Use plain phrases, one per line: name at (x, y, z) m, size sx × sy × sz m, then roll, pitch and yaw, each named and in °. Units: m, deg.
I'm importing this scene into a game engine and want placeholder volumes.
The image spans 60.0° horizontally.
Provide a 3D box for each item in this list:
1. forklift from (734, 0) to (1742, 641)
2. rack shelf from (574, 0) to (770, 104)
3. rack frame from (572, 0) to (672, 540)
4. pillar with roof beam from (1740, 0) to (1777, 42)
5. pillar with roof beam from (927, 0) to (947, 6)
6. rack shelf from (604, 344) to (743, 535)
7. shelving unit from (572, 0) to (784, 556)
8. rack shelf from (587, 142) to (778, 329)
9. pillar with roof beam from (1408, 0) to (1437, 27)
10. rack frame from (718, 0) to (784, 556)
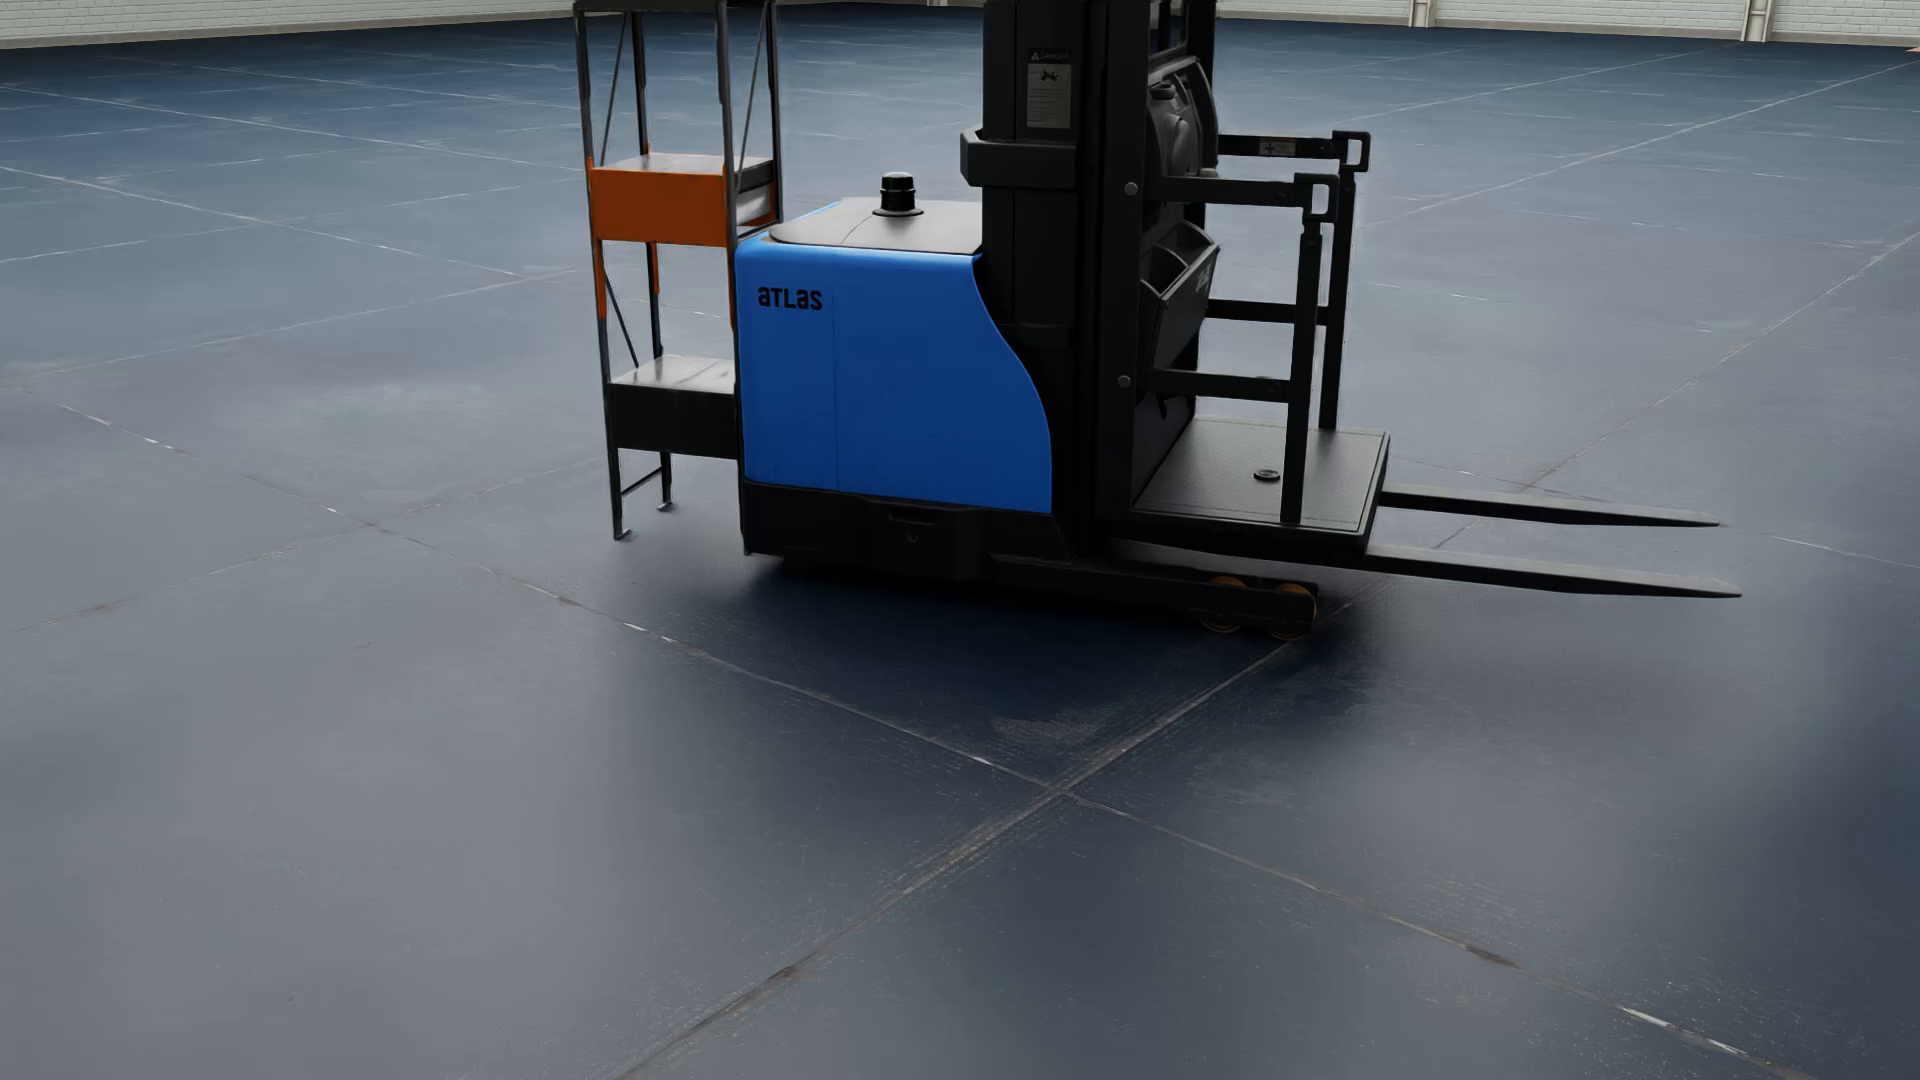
forklift at (0.861, -1.282, 4.970) m, size 3.031 × 2.935 × 1.130 m, roll 6°, pitch 22°, yaw 17°
rack shelf at (-0.890, -1.665, 5.219) m, size 0.480 × 0.518 × 0.431 m, roll 6°, pitch 22°, yaw 17°
rack frame at (-1.123, -1.049, 5.531) m, size 0.015 × 2.100 × 0.400 m, roll 6°, pitch 22°, yaw 17°
pillar with roof beam at (10.701, -11.460, 23.360) m, size 0.400 × 9.000 × 9.100 m, roll 16°, pitch 26°, yaw 36°
pillar with roof beam at (-3.244, -15.476, 34.009) m, size 0.400 × 9.000 × 9.100 m, roll 16°, pitch 26°, yaw 36°
rack shelf at (-0.890, -0.355, 5.713) m, size 0.480 × 0.518 × 0.431 m, roll 6°, pitch 22°, yaw 17°
shelving unit at (-0.890, -1.023, 5.461) m, size 0.503 × 2.100 × 0.431 m, roll 6°, pitch 22°, yaw 17°
rack shelf at (-0.890, -1.010, 5.466) m, size 0.480 × 0.518 × 0.431 m, roll 6°, pitch 22°, yaw 17°
pillar with roof beam at (6.053, -12.799, 26.910) m, size 0.400 × 9.000 × 9.100 m, roll 16°, pitch 26°, yaw 36°
rack frame at (-0.658, -0.997, 5.391) m, size 0.015 × 2.100 × 0.400 m, roll 6°, pitch 22°, yaw 17°
